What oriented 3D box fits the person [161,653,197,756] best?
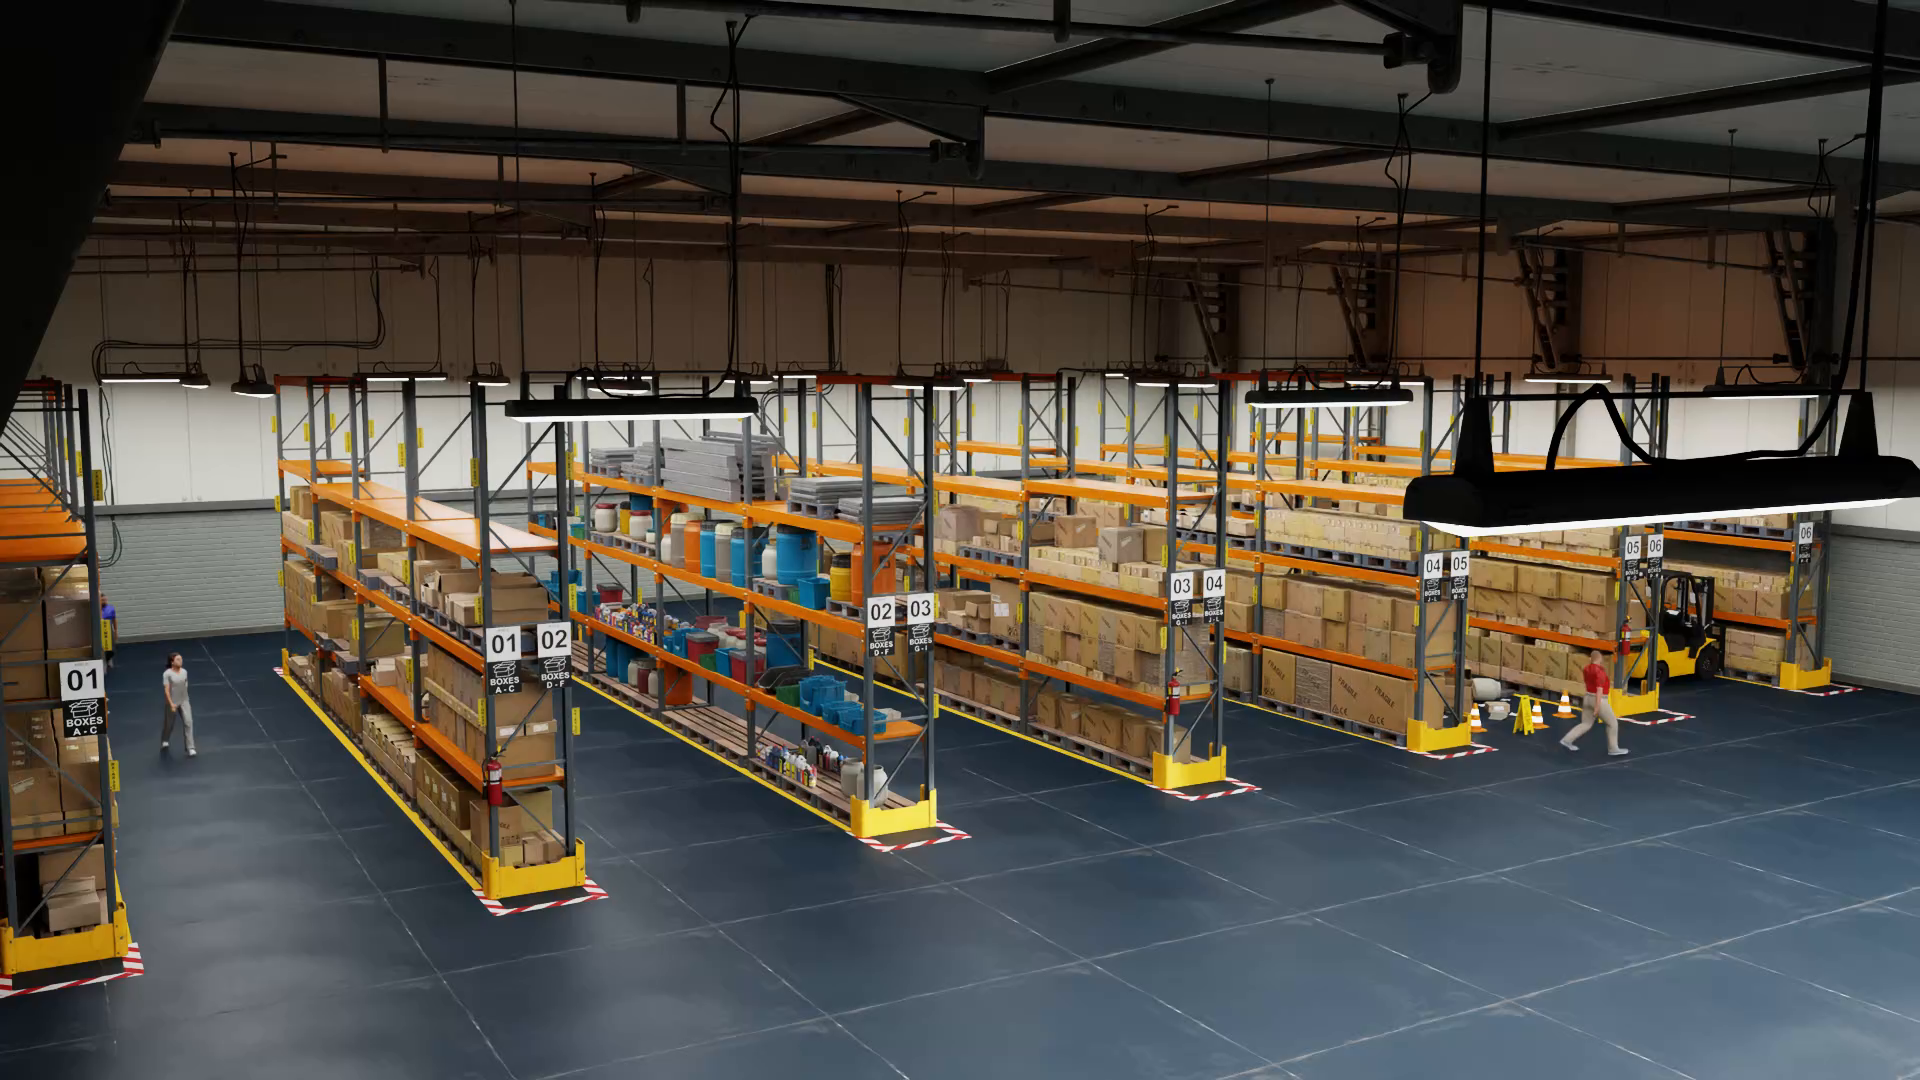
[{"bbox_3d":[-12.529,2.602,26.576,0.404,1.620,1.019,-5,8,-40],"label":"person"}]

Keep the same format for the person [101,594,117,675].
[{"bbox_3d":[-17.199,1.860,33.429,0.452,1.610,0.843,-4,7,-33],"label":"person"}]

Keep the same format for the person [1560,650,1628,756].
[{"bbox_3d":[10.153,2.593,26.567,0.980,1.675,0.525,-2,7,-16],"label":"person"}]
